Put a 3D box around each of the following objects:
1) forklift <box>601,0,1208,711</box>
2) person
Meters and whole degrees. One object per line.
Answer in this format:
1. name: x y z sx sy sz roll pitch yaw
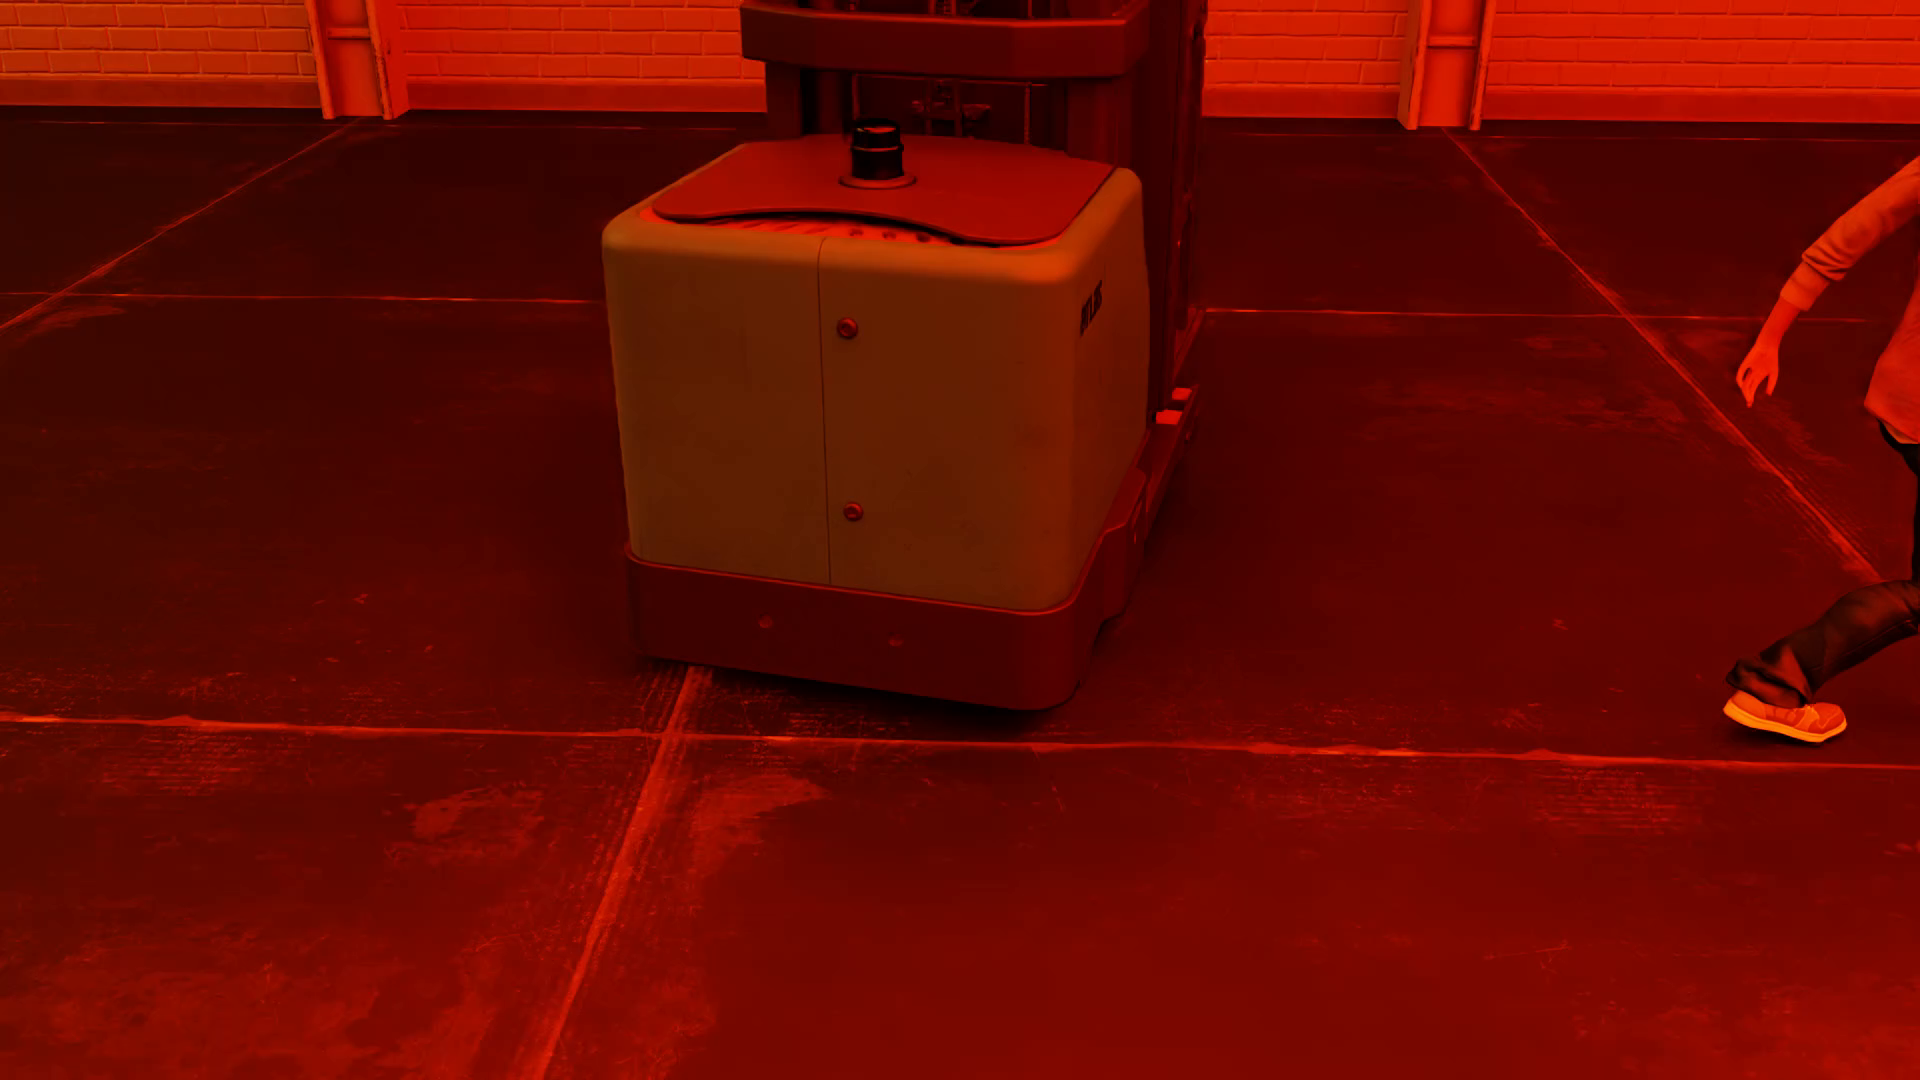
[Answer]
1. forklift: 0.118 -1.576 4.402 1.130 2.935 3.031 7 27 14
2. person: 2.032 -0.243 3.336 0.839 1.541 0.429 -1 26 -2
